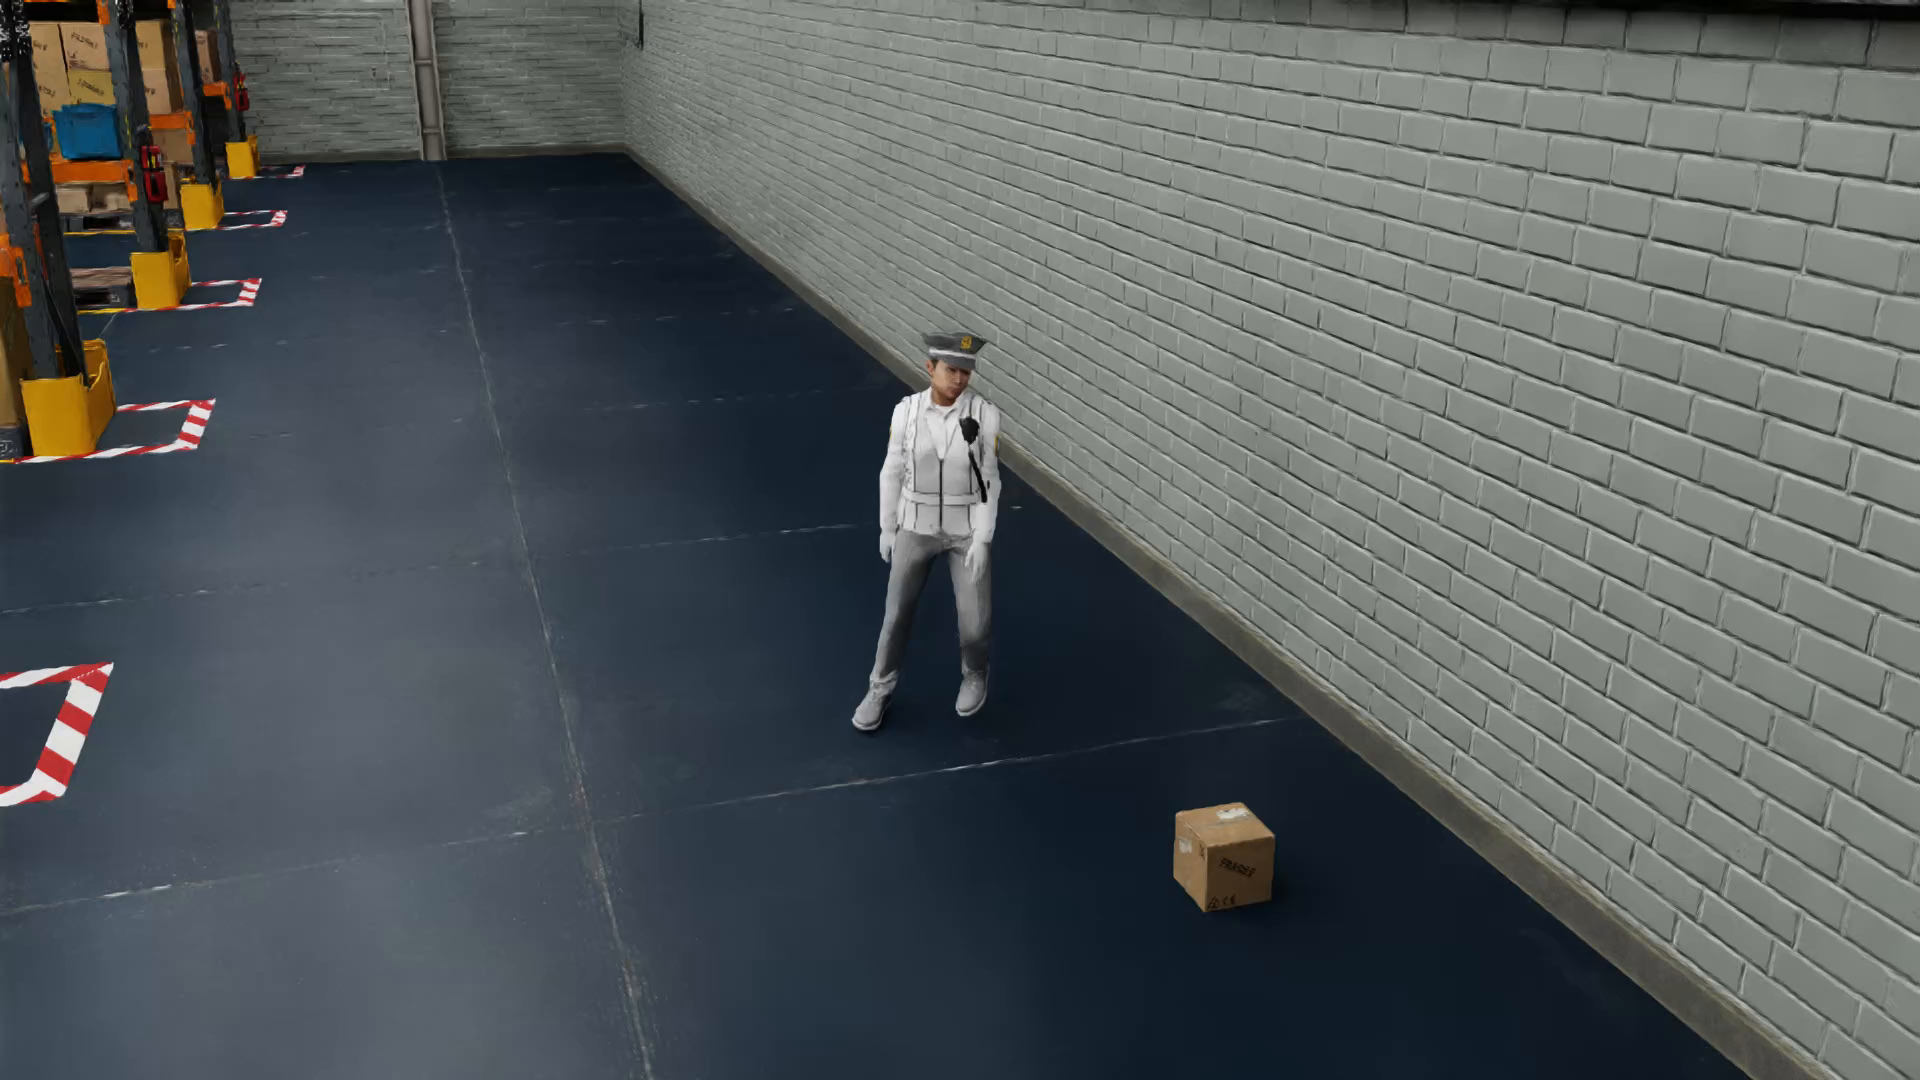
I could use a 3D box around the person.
[{"bbox_3d":[-0.141,-0.020,6.591,0.606,1.664,0.417,2,19,4],"label":"person"}]
